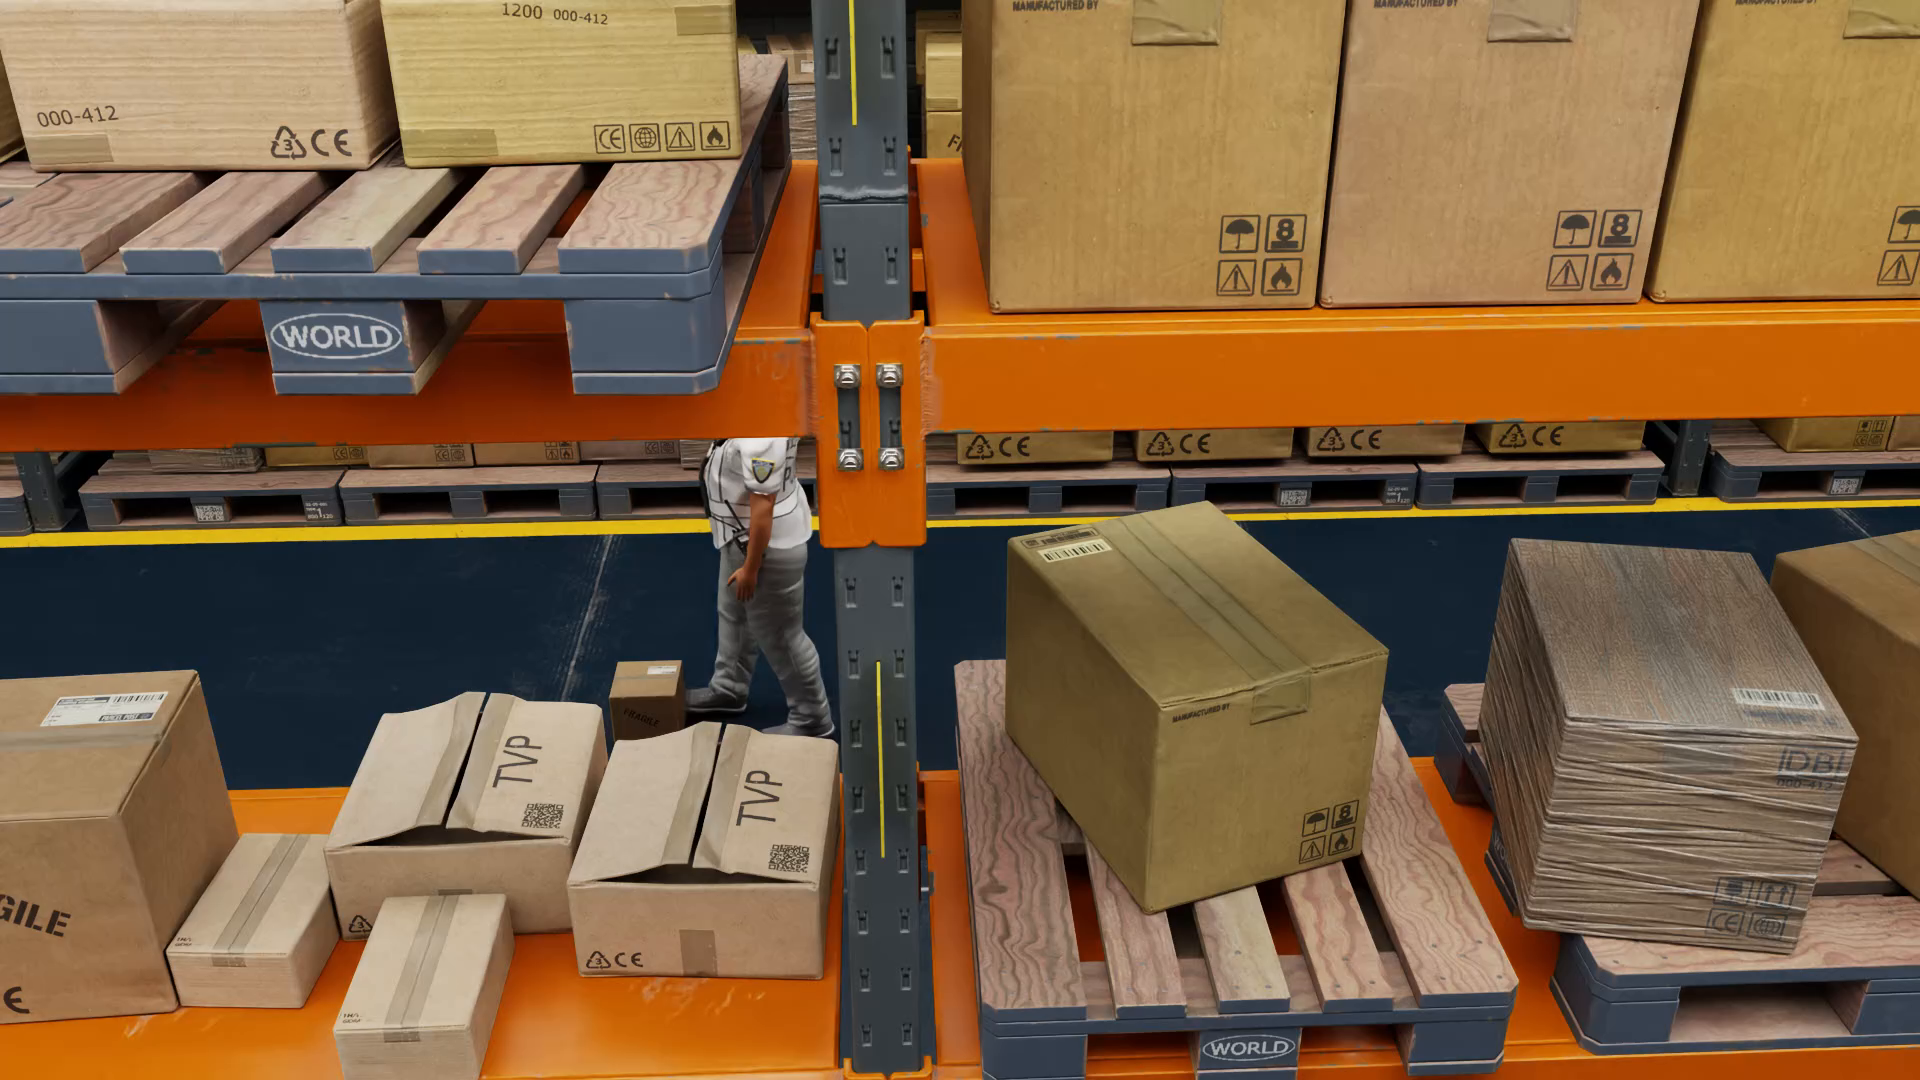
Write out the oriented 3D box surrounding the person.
[{"bbox_3d":[-0.816,0.008,6.109,0.640,1.662,0.484,-2,28,-3],"label":"person"}]
